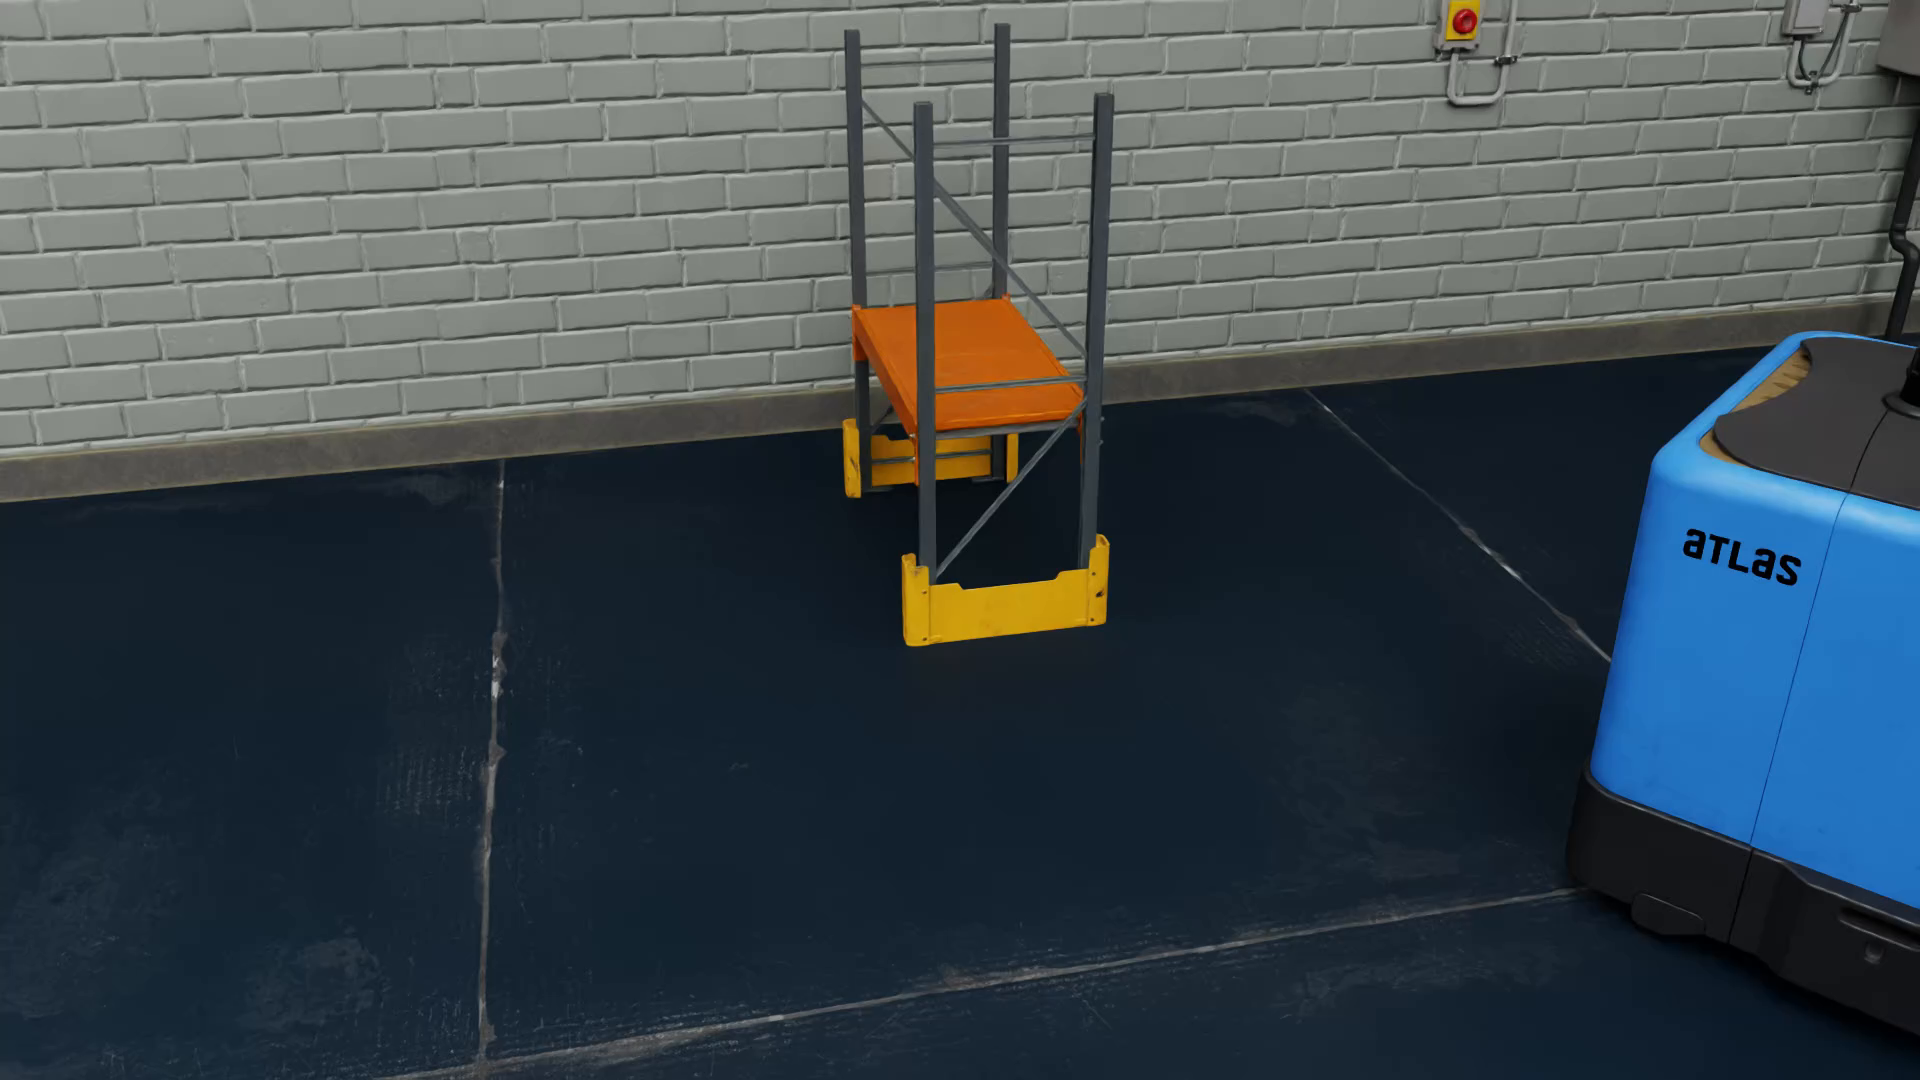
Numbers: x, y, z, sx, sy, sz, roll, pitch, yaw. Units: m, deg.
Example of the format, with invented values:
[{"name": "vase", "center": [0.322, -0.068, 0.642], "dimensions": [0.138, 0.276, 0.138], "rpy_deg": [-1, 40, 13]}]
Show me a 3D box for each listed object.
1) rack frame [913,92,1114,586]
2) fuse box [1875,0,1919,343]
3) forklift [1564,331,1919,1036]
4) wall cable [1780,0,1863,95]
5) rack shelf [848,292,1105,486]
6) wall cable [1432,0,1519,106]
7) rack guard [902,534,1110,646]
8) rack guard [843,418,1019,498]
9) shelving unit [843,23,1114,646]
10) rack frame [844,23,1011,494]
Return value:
[{"name": "rack frame", "center": [0.134, -0.409, 4.396], "dimensions": [0.500, 1.500, 0.032], "rpy_deg": [-6, 27, -12]}, {"name": "fuse box", "center": [3.825, -1.532, 6.386], "dimensions": [0.539, 1.711, 0.414], "rpy_deg": [-6, 27, -12]}, {"name": "forklift", "center": [2.793, -0.264, 2.519], "dimensions": [3.031, 2.935, 1.130], "rpy_deg": [21, 33, 35]}, {"name": "wall cable", "center": [3.125, -2.560, 5.866], "dimensions": [0.588, 1.984, 0.122], "rpy_deg": [-6, 27, -12]}, {"name": "rack shelf", "center": [0.019, -0.472, 4.919], "dimensions": [0.538, 0.185, 1.000], "rpy_deg": [-6, 27, -12]}, {"name": "wall cable", "center": [1.746, -2.425, 5.564], "dimensions": [0.585, 1.953, 0.123], "rpy_deg": [-6, 27, -12]}, {"name": "rack guard", "center": [0.129, 0.140, 4.694], "dimensions": [0.587, 0.250, 0.087], "rpy_deg": [-6, 27, -12]}, {"name": "rack guard", "center": [-0.095, -0.297, 5.561], "dimensions": [0.587, 0.250, 0.087], "rpy_deg": [-6, 27, -12]}, {"name": "shelving unit", "center": [0.017, -0.636, 4.846], "dimensions": [0.587, 1.500, 1.083], "rpy_deg": [-6, 27, -12]}, {"name": "rack frame", "center": [-0.095, -0.855, 5.280], "dimensions": [0.500, 1.500, 0.032], "rpy_deg": [-6, 27, -12]}]
